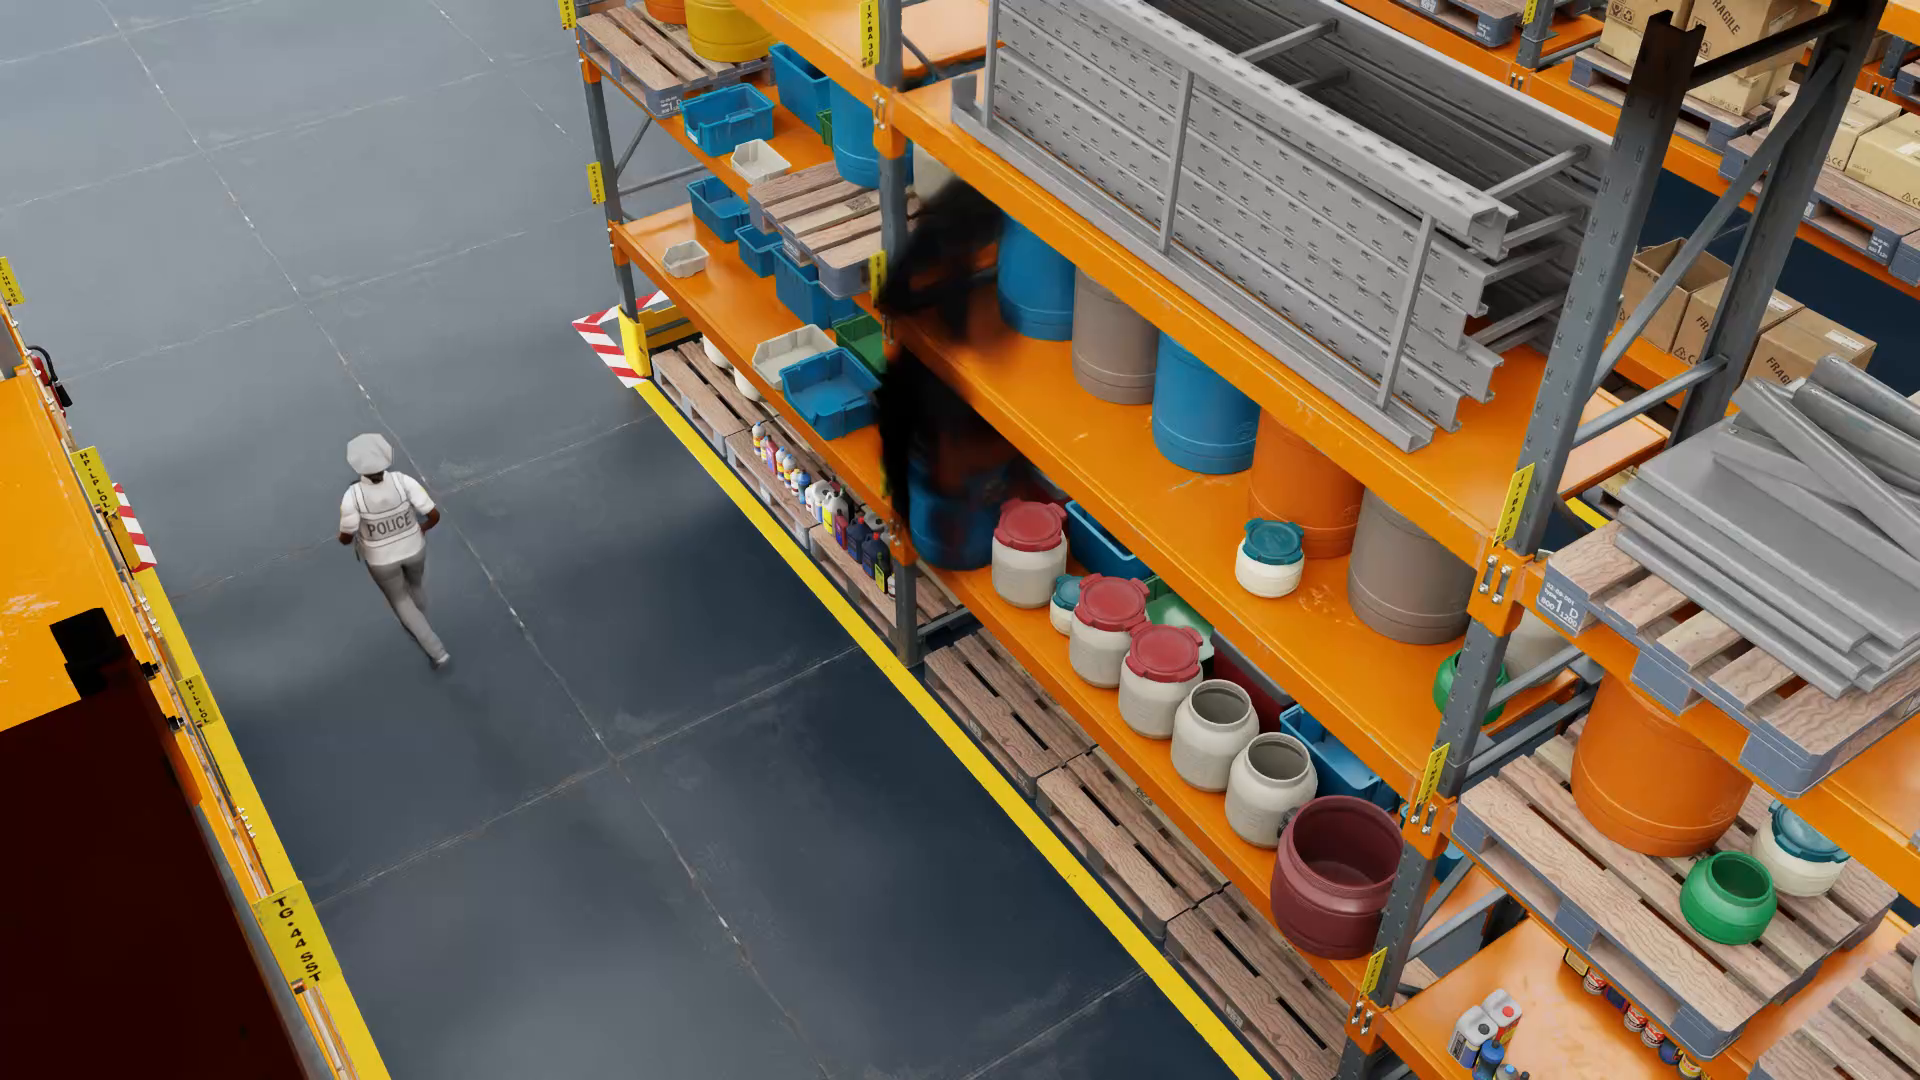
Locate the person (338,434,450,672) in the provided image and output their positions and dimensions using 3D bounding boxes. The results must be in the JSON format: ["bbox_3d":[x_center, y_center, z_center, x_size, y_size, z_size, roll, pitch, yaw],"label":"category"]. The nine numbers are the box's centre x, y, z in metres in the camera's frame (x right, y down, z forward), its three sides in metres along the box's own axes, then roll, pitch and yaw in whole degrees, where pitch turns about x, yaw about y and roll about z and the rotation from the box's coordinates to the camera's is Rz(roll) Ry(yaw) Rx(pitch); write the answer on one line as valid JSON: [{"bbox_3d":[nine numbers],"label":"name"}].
[{"bbox_3d":[-3.400,0.087,10.010,0.574,1.722,0.735,-27,49,-26],"label":"person"}]
